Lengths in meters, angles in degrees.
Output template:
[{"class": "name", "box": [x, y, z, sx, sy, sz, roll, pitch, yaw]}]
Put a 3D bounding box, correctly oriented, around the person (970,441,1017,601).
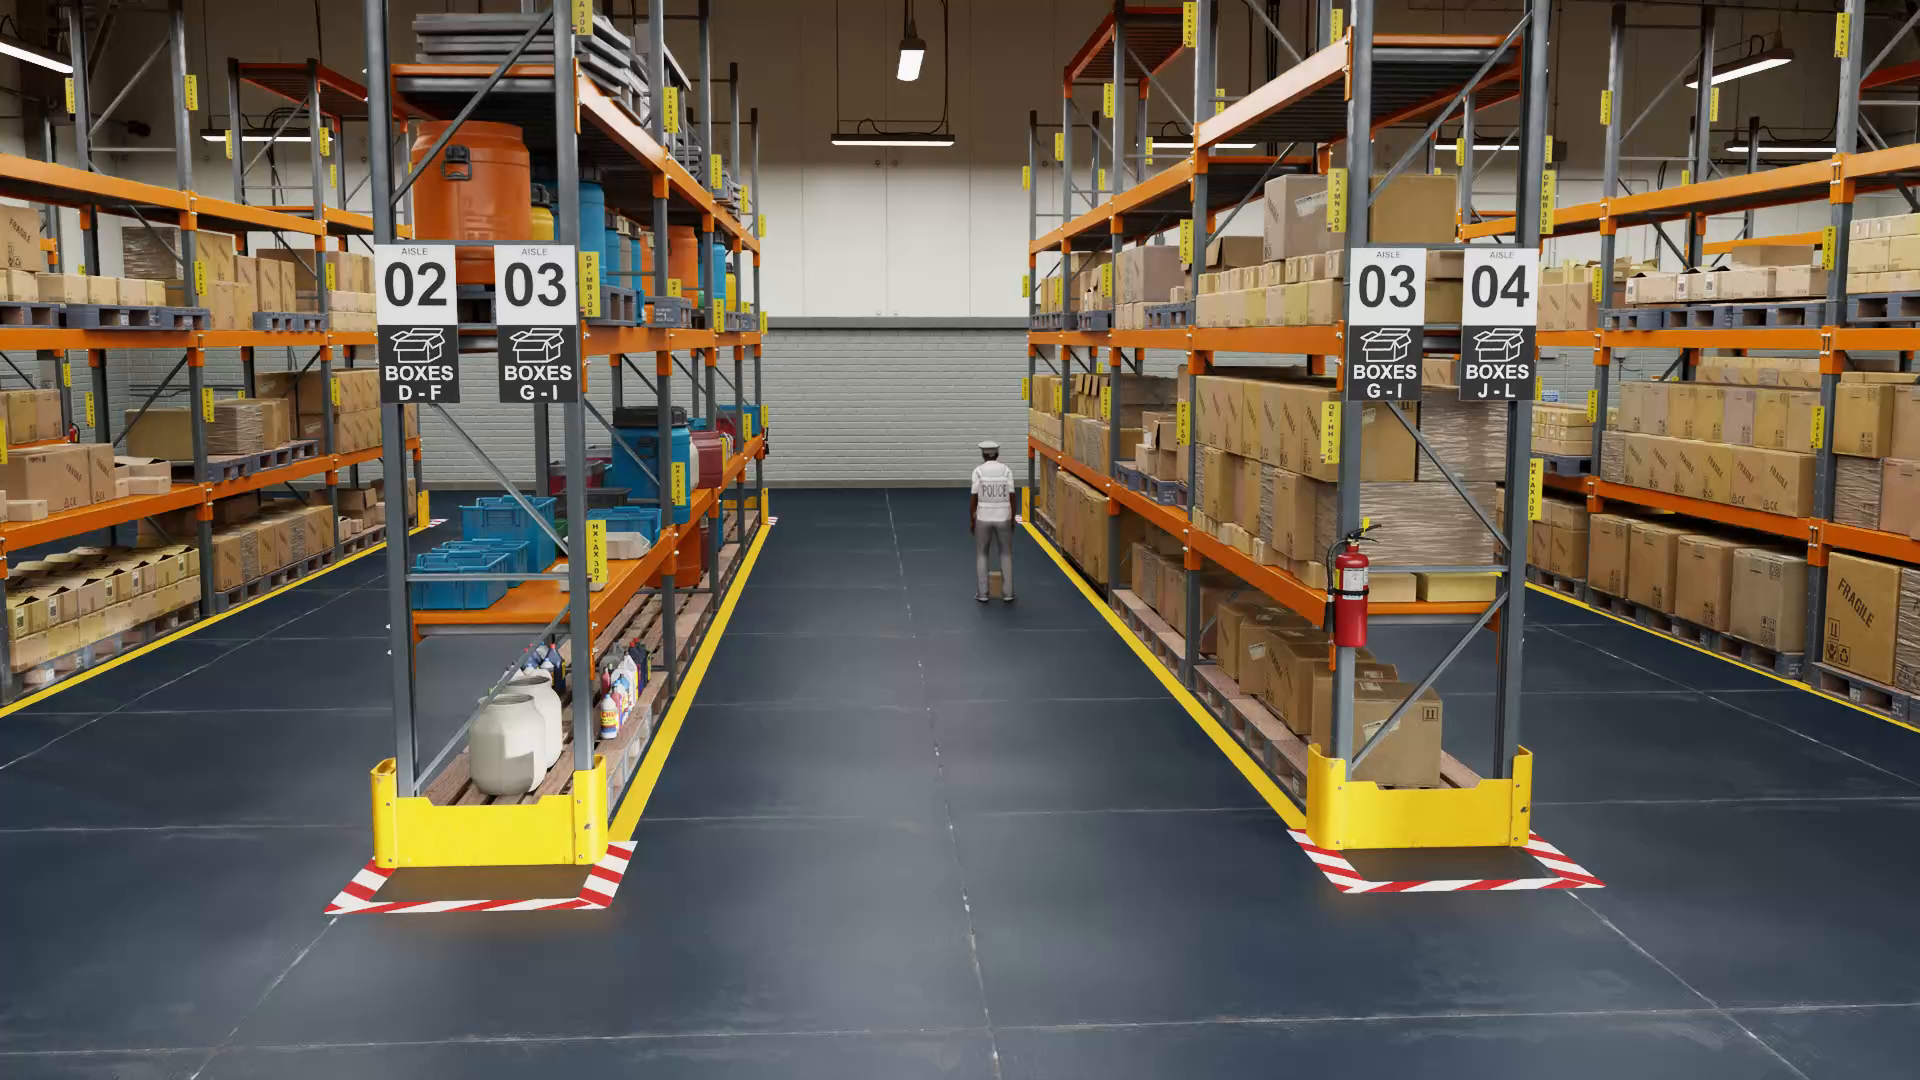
[{"class": "person", "box": [0.350, -0.191, 17.330, 0.513, 1.656, 0.396, -1, 7, -6]}]
